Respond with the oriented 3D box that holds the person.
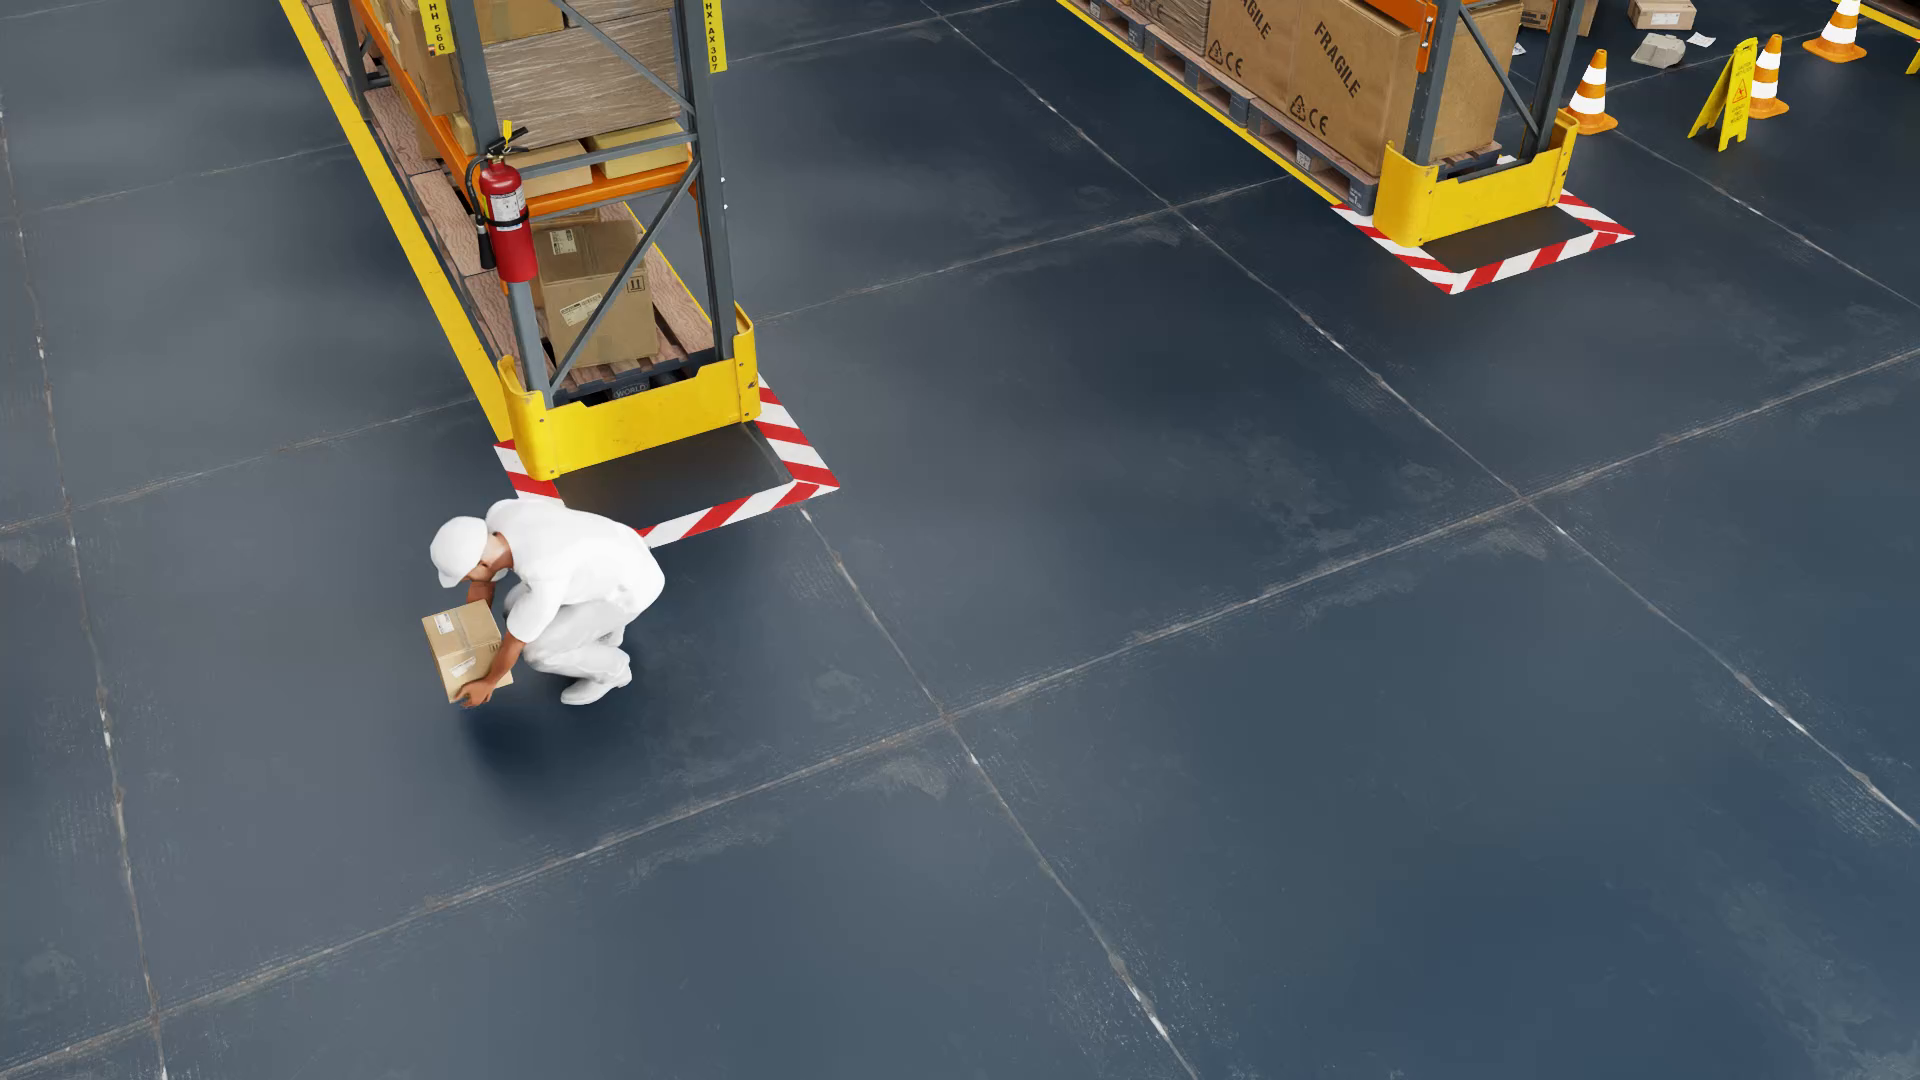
[{"bbox_3d":[-1.606,0.212,6.483,0.923,1.005,0.537,-20,45,-21],"label":"person"}]
